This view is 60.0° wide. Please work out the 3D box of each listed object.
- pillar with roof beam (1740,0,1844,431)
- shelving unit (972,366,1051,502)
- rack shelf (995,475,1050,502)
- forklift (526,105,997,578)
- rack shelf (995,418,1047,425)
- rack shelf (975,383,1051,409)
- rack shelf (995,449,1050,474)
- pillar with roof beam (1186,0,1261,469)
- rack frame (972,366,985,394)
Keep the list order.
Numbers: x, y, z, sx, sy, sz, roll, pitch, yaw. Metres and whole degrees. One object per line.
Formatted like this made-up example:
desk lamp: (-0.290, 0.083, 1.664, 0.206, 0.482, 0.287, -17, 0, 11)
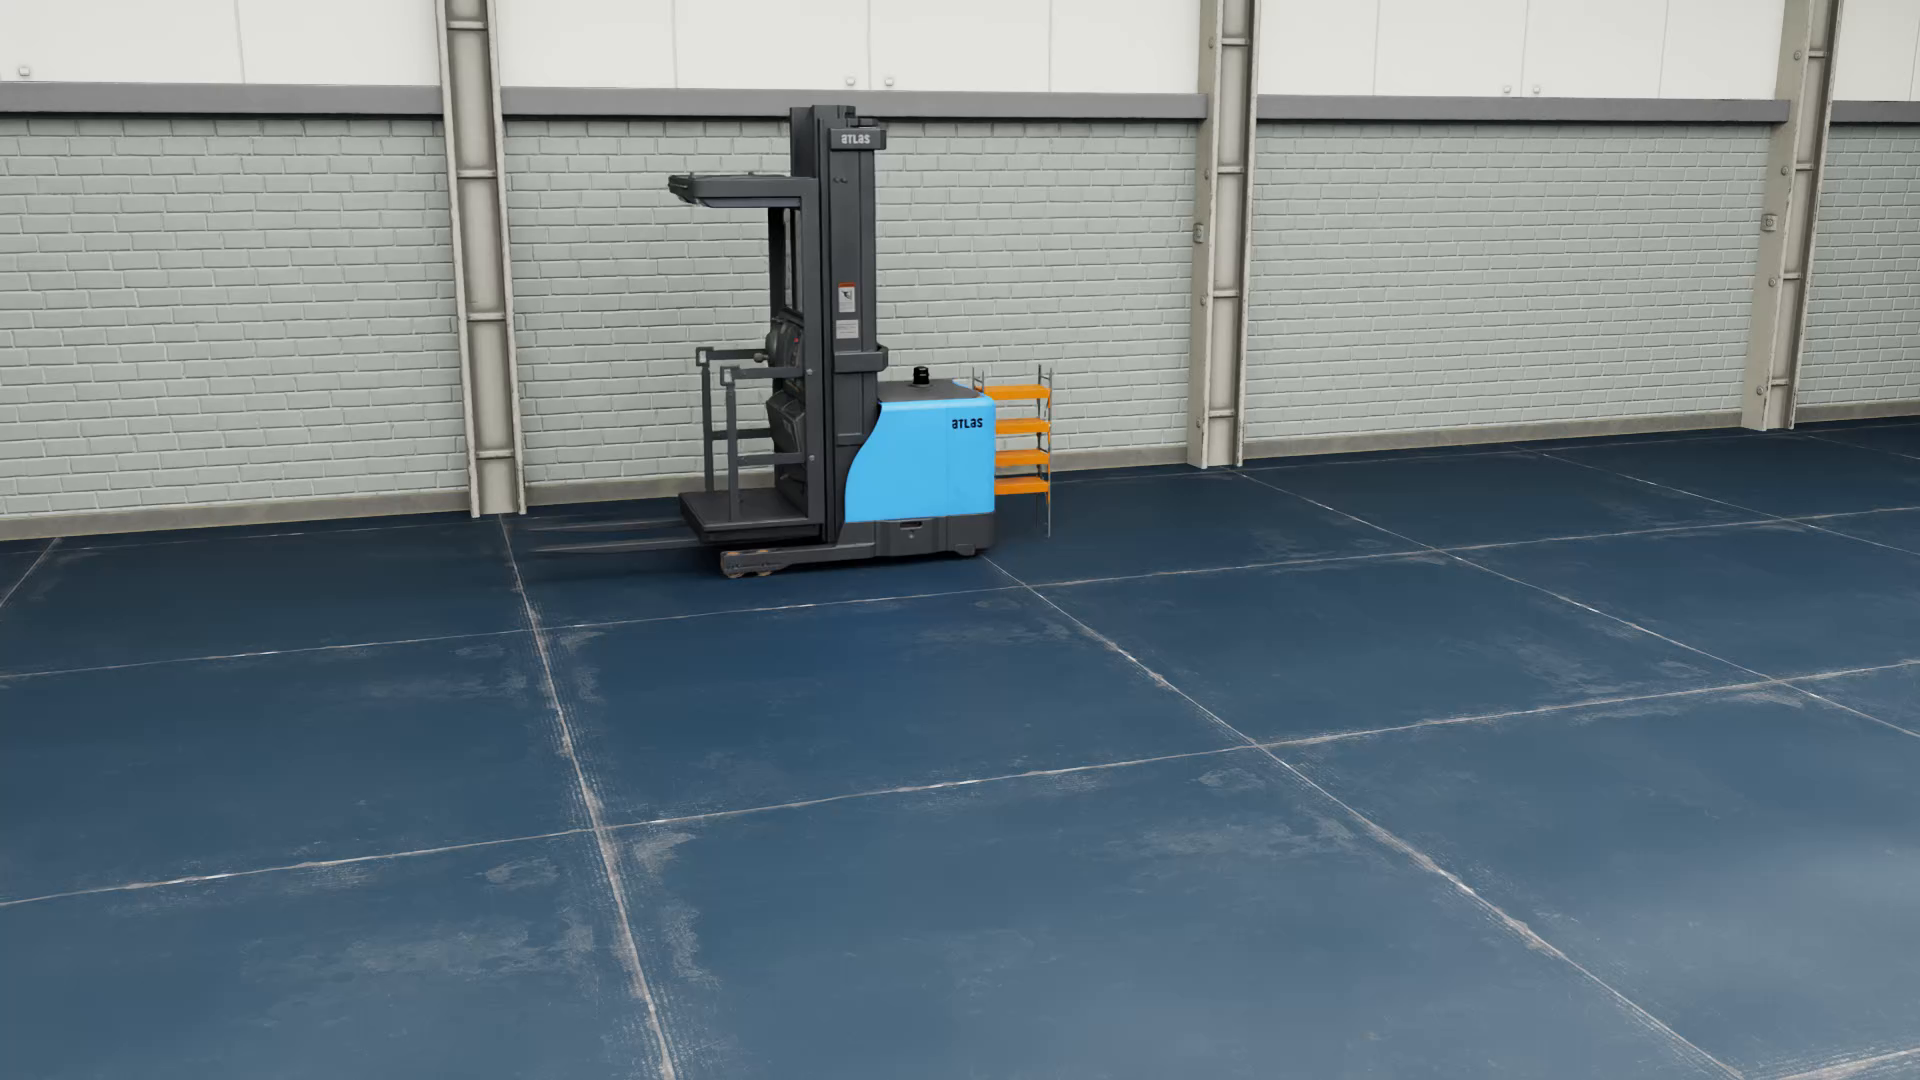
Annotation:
pillar with roof beam: (9.261, -4.535, 11.262, 0.400, 9.000, 9.100, -4, 14, -18)
shelving unit: (0.354, -0.608, 11.606, 0.492, 1.200, 0.258, -4, 14, -17)
rack shelf: (0.359, -0.350, 11.670, 0.480, 0.148, 0.258, -4, 14, -17)
forklift: (-1.328, -1.319, 10.854, 3.031, 2.935, 1.130, -4, 14, -17)
rack shelf: (0.359, -0.813, 11.560, 0.457, 0.021, 0.221, -4, 14, -17)
rack shelf: (0.359, -0.991, 11.517, 0.480, 0.148, 0.258, -4, 14, -17)
rack shelf: (0.359, -0.543, 11.624, 0.480, 0.148, 0.258, -4, 14, -17)
pillar with roof beam: (3.574, -4.092, 9.400, 0.400, 9.000, 9.100, -4, 14, -18)
rack frame: (0.126, -0.592, 11.537, 0.015, 1.200, 0.240, -4, 14, -17)
